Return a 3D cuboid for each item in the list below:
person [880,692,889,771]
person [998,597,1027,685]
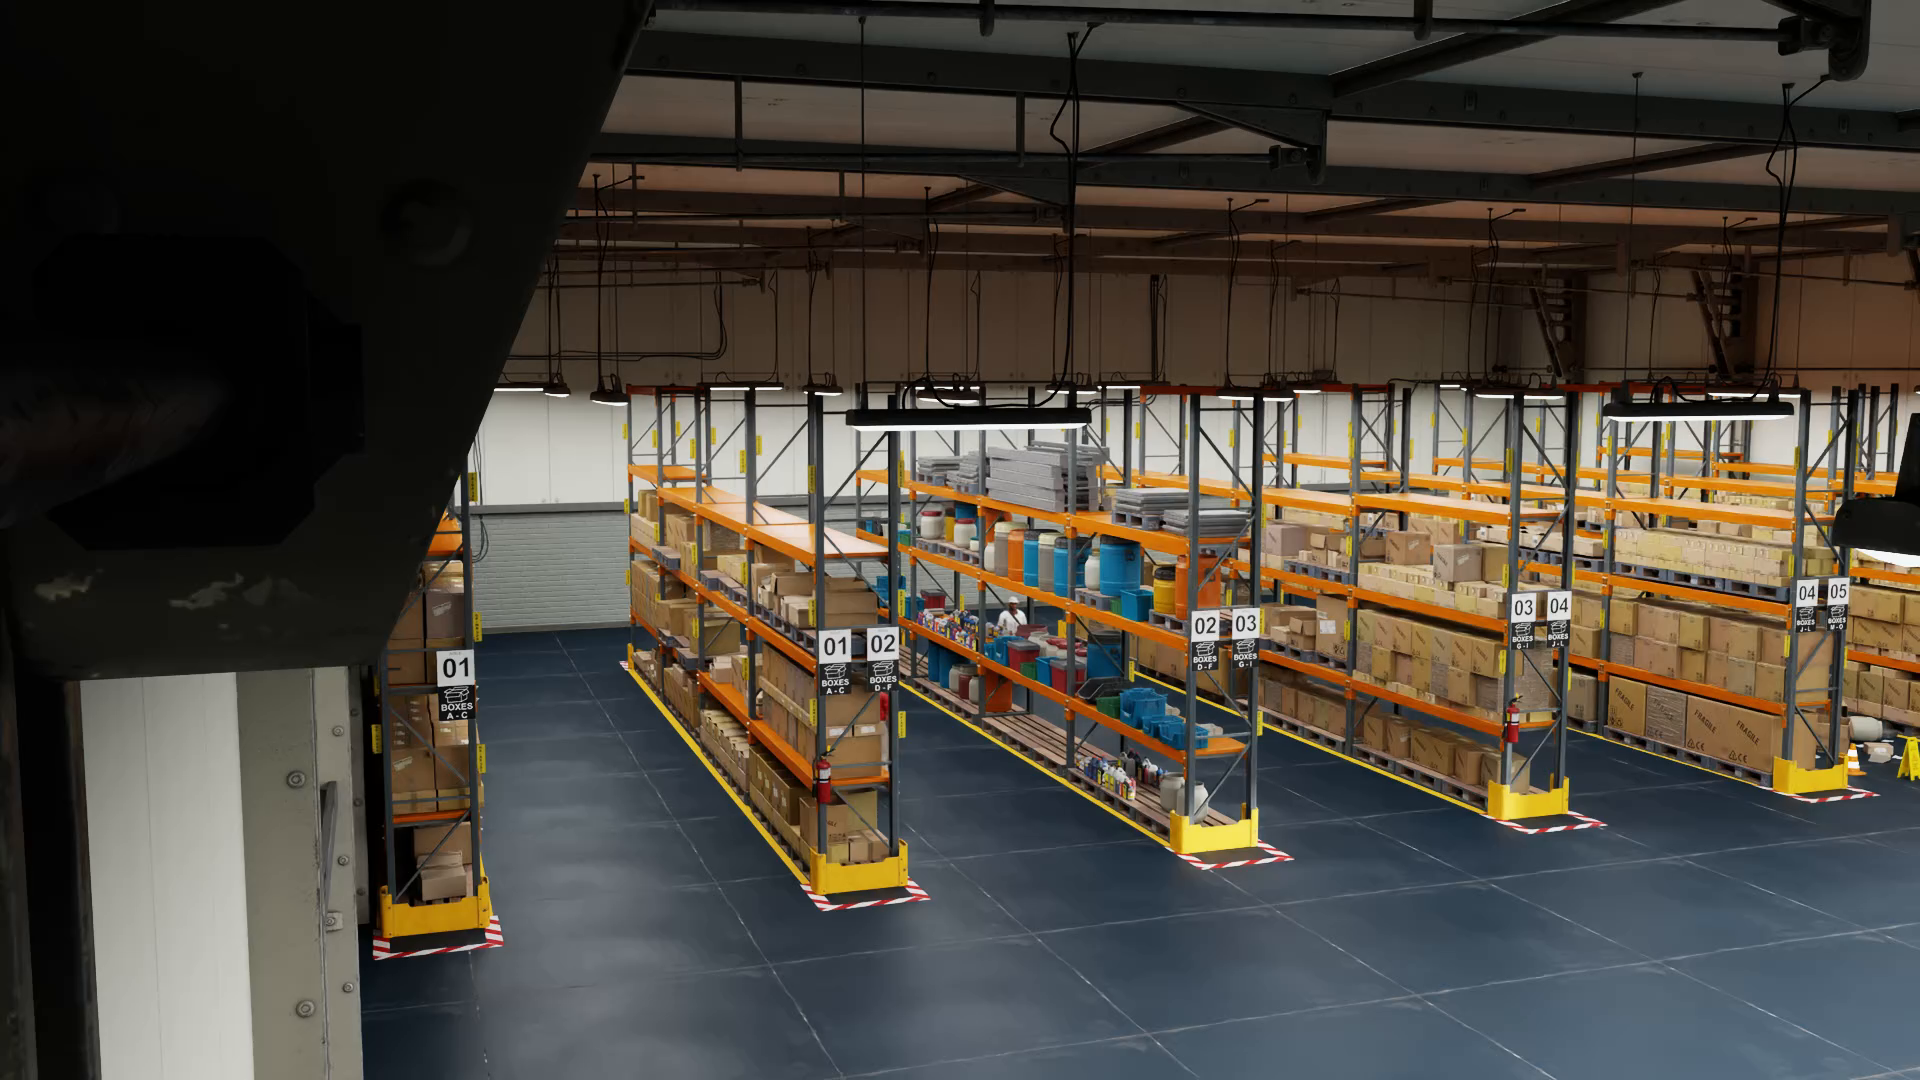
[{"bbox_3d":[-1.279,2.887,25.115,0.608,1.698,0.944,0,6,-2],"label":"person"},{"bbox_3d":[1.103,2.007,33.525,0.584,1.711,1.081,-2,6,-22],"label":"person"}]
